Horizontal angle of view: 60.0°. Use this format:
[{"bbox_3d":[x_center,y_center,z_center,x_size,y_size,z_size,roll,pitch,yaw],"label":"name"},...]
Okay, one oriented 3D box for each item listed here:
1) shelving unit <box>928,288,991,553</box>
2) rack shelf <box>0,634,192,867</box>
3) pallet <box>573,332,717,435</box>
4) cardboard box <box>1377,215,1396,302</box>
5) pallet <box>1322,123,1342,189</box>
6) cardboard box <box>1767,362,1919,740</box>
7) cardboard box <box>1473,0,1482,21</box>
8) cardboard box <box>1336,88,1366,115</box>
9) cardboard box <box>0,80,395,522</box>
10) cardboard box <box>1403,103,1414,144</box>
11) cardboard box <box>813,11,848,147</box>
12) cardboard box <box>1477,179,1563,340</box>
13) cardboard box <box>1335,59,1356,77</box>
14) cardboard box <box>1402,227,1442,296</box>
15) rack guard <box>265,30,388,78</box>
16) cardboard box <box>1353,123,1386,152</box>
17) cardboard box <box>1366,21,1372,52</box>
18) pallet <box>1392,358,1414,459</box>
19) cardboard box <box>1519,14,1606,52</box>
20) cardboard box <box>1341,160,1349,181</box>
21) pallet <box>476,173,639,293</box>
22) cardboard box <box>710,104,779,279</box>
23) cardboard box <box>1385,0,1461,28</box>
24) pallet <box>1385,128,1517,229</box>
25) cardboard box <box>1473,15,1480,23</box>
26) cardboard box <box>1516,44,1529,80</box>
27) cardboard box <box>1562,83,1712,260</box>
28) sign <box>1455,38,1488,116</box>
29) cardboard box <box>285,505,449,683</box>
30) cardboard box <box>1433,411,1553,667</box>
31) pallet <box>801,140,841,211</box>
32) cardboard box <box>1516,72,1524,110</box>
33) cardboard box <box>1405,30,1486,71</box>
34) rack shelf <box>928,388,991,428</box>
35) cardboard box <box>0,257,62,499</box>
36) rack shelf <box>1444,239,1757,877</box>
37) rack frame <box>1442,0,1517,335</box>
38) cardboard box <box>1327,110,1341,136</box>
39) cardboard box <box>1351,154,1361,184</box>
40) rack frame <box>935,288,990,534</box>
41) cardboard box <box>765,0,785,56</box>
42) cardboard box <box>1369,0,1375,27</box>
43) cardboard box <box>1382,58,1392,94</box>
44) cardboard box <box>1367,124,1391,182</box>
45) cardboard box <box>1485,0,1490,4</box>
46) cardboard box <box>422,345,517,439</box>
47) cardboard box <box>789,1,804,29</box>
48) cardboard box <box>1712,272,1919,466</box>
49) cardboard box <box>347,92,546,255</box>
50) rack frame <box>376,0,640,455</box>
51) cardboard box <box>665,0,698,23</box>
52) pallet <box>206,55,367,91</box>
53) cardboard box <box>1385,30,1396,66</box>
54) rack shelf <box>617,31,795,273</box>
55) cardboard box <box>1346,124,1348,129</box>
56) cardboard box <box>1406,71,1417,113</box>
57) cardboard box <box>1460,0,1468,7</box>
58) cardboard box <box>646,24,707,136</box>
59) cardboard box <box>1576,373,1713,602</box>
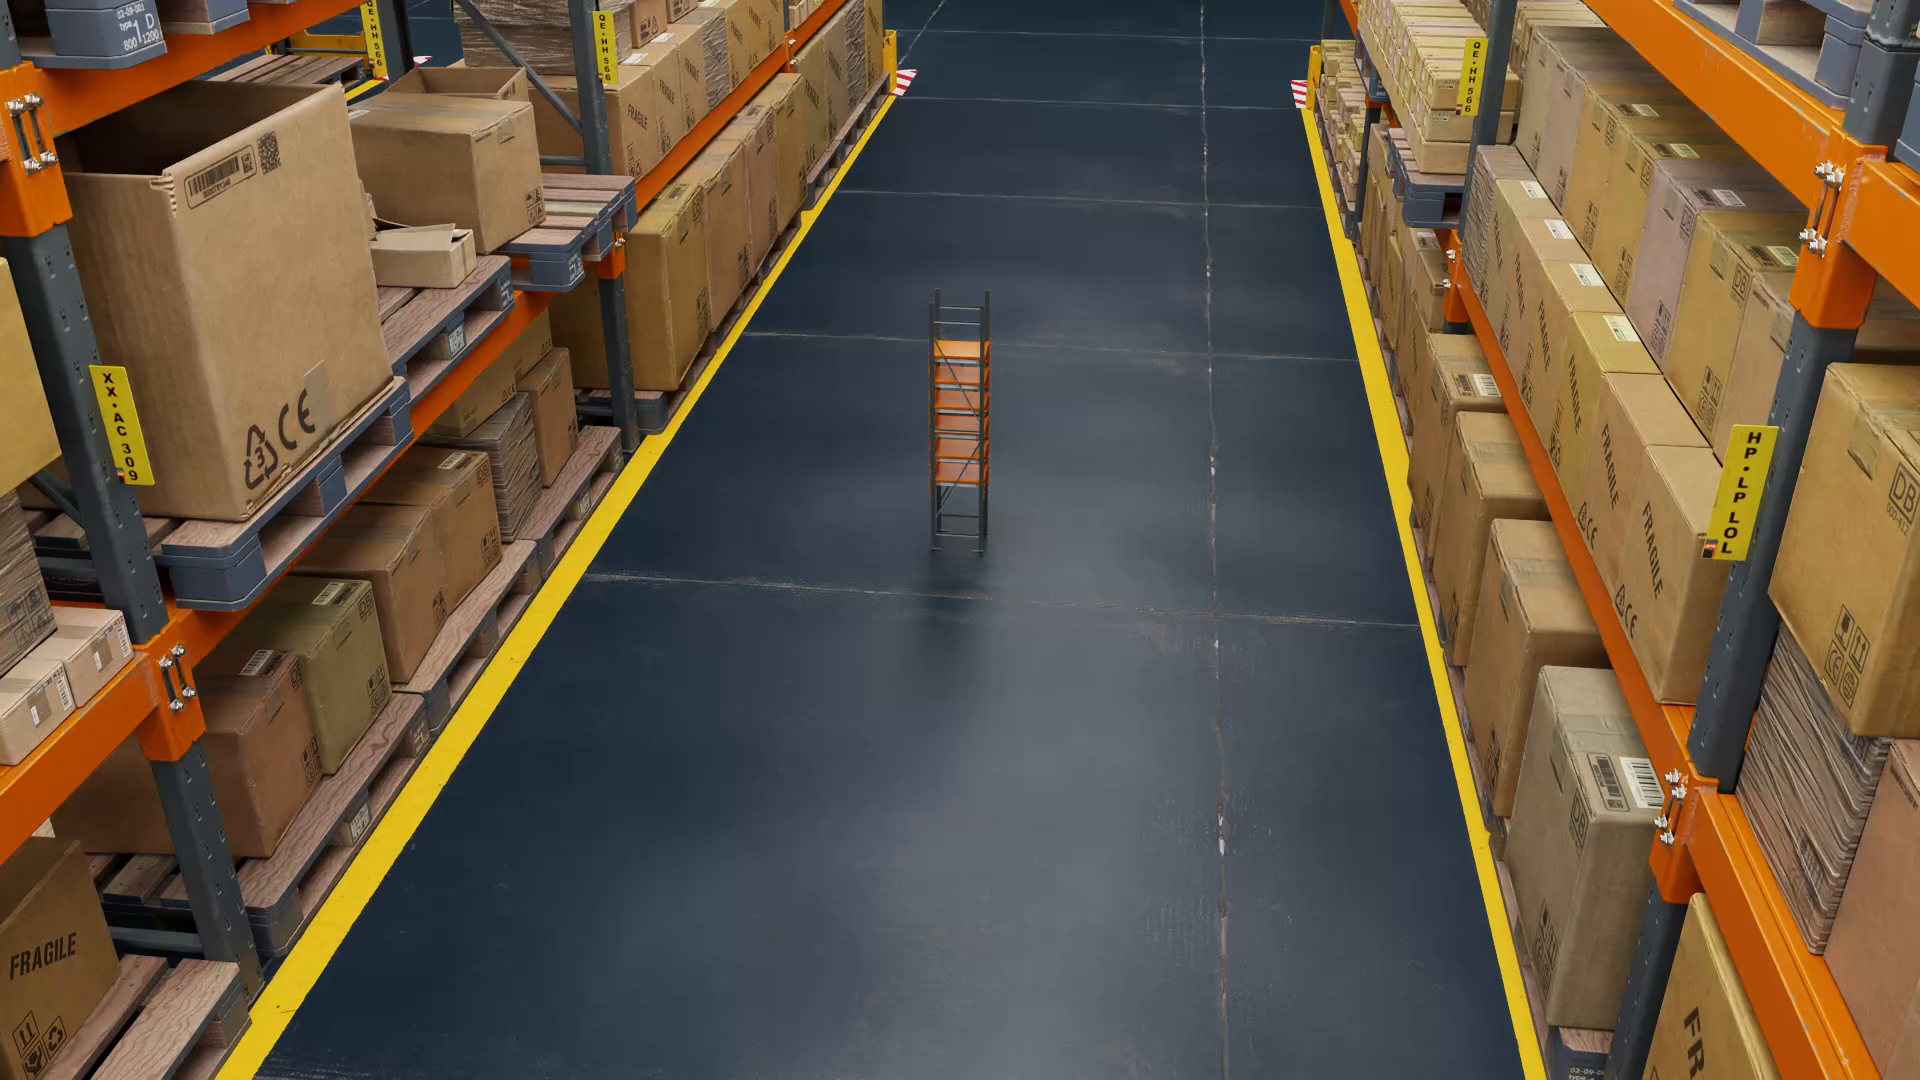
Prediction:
[{"bbox_3d":[-0.002,-0.521,7.453,0.258,1.200,0.189,3,28,6],"label":"shelving unit"},{"bbox_3d":[-2.908,1.324,2.889,1.077,0.370,4.000,3,28,6],"label":"rack shelf"},{"bbox_3d":[-2.001,-0.956,9.303,1.003,0.211,1.213,3,28,6],"label":"pallet"},{"bbox_3d":[2.760,-1.620,9.787,0.500,0.500,0.500,4,29,7],"label":"cardboard box"},{"bbox_3d":[3.422,-3.031,13.153,1.003,0.211,1.213,3,28,6],"label":"pallet"},{"bbox_3d":[2.168,0.032,3.232,0.875,0.550,0.550,3,28,6],"label":"cardboard box"},{"bbox_3d":[3.344,-3.247,10.122,0.380,0.149,0.250,4,29,7],"label":"cardboard box"},{"bbox_3d":[3.100,-3.357,12.754,0.380,0.149,0.250,2,28,4],"label":"cardboard box"},{"bbox_3d":[-2.426,-0.749,4.903,1.000,1.000,1.000,4,29,7],"label":"cardboard box"},{"bbox_3d":[2.405,-2.053,8.219,0.380,0.149,0.250,4,29,7],"label":"cardboard box"},{"bbox_3d":[-1.412,-3.679,13.214,0.875,0.875,0.875,3,28,6],"label":"cardboard box"},{"bbox_3d":[2.355,-1.090,6.506,0.500,0.500,0.500,3,28,6],"label":"cardboard box"},{"bbox_3d":[3.296,-3.843,13.656,0.380,0.149,0.250,2,28,4],"label":"cardboard box"},{"bbox_3d":[2.612,-1.472,8.721,0.500,0.250,0.500,4,29,7],"label":"cardboard box"},{"bbox_3d":[-6.118,-4.782,16.100,1.175,0.500,0.348,3,28,6],"label":"rack guard"},{"bbox_3d":[3.005,-2.861,11.834,0.380,0.149,0.250,4,29,7],"label":"cardboard box"},{"bbox_3d":[2.660,-3.032,10.037,0.380,0.149,0.250,4,29,7],"label":"cardboard box"},{"bbox_3d":[2.835,-0.622,8.681,1.003,0.211,1.213,3,28,6],"label":"pallet"},{"bbox_3d":[3.146,-2.643,8.688,0.380,0.149,0.250,4,29,8],"label":"cardboard box"},{"bbox_3d":[3.021,-2.744,12.244,0.380,0.149,0.250,2,28,5],"label":"cardboard box"},{"bbox_3d":[-2.154,-1.391,7.372,1.213,0.211,1.003,3,28,6],"label":"pallet"},{"bbox_3d":[-1.850,-2.227,10.518,1.225,0.875,0.875,2,28,4],"label":"cardboard box"},{"bbox_3d":[2.566,-2.933,9.227,0.380,0.149,0.250,4,29,8],"label":"cardboard box"},{"bbox_3d":[2.719,-1.739,8.017,1.213,0.211,1.003,3,28,6],"label":"pallet"},{"bbox_3d":[3.344,-3.118,10.197,0.380,0.149,0.250,4,29,6],"label":"cardboard box"},{"bbox_3d":[3.152,-2.509,8.753,0.380,0.149,0.250,3,28,6],"label":"cardboard box"},{"bbox_3d":[2.551,-1.275,5.795,0.700,0.500,0.500,3,28,5],"label":"cardboard box"},{"bbox_3d":[2.198,-1.983,7.132,0.100,0.325,0.005,3,28,6],"label":"sign"},{"bbox_3d":[-2.421,0.198,6.392,0.700,0.500,0.500,1,28,2],"label":"cardboard box"},{"bbox_3d":[2.470,0.017,6.485,1.050,0.750,0.750,4,29,7],"label":"cardboard box"},{"bbox_3d":[-1.512,-2.826,12.773,1.003,0.211,1.213,3,28,6],"label":"pallet"},{"bbox_3d":[3.153,-2.379,8.825,0.380,0.149,0.250,4,29,7],"label":"cardboard box"},{"bbox_3d":[2.437,-2.442,8.316,0.380,0.149,0.250,4,29,8],"label":"cardboard box"},{"bbox_3d":[-0.002,-0.588,7.417,0.258,0.103,0.180,3,28,6],"label":"rack shelf"},{"bbox_3d":[-2.445,-0.322,3.711,0.500,0.500,0.500,3,28,6],"label":"cardboard box"},{"bbox_3d":[2.493,-0.223,5.760,1.077,0.370,4.000,3,28,6],"label":"rack shelf"},{"bbox_3d":[2.738,-1.481,7.337,1.000,3.000,0.127,3,28,6],"label":"rack frame"},{"bbox_3d":[3.168,-3.352,13.372,0.380,0.149,0.250,2,28,4],"label":"cardboard box"},{"bbox_3d":[2.951,-2.592,11.648,0.380,0.149,0.250,4,29,7],"label":"cardboard box"},{"bbox_3d":[0.009,-0.564,7.533,0.240,1.200,0.006,3,28,6],"label":"rack frame"},{"bbox_3d":[-1.469,-3.508,10.994,0.500,0.500,0.500,3,29,6],"label":"cardboard box"},{"bbox_3d":[2.662,-3.167,9.975,0.380,0.149,0.250,4,29,7],"label":"cardboard box"},{"bbox_3d":[2.534,-2.547,9.136,0.380,0.149,0.250,2,28,4],"label":"cardboard box"},{"bbox_3d":[2.875,-2.446,10.531,0.500,0.250,0.500,2,28,4],"label":"cardboard box"},{"bbox_3d":[3.307,-3.252,9.819,0.380,0.149,0.250,2,28,5],"label":"cardboard box"},{"bbox_3d":[-2.280,-0.673,7.218,0.500,0.250,0.500,7,29,12],"label":"cardboard box"},{"bbox_3d":[-1.316,-3.709,11.738,0.380,0.149,0.250,3,29,6],"label":"cardboard box"},{"bbox_3d":[2.302,-0.317,4.016,0.700,0.500,0.500,3,28,5],"label":"cardboard box"},{"bbox_3d":[-2.168,-1.521,6.863,0.700,0.500,0.500,8,29,14],"label":"cardboard box"},{"bbox_3d":[-2.173,-1.817,7.961,1.000,3.000,0.127,3,28,6],"label":"rack frame"},{"bbox_3d":[-1.909,-3.269,9.492,0.797,0.503,0.637,4,29,8],"label":"cardboard box"},{"bbox_3d":[-6.248,-4.257,15.430,1.003,0.211,1.213,3,28,6],"label":"pallet"},{"bbox_3d":[2.533,-2.675,9.060,0.380,0.149,0.250,3,28,5],"label":"cardboard box"},{"bbox_3d":[-1.928,-2.442,9.879,1.077,0.370,4.000,3,28,6],"label":"rack shelf"},{"bbox_3d":[3.180,-3.205,12.787,0.380,0.149,0.250,2,28,4],"label":"cardboard box"},{"bbox_3d":[2.407,-2.195,8.171,0.380,0.149,0.250,4,29,7],"label":"cardboard box"},{"bbox_3d":[3.538,-3.758,11.144,0.500,0.500,0.500,3,28,5],"label":"cardboard box"},{"bbox_3d":[-1.723,-2.559,9.231,0.500,0.500,0.500,3,28,5],"label":"cardboard box"},{"bbox_3d":[2.108,-0.142,4.745,0.500,0.500,0.500,3,28,6],"label":"cardboard box"}]
